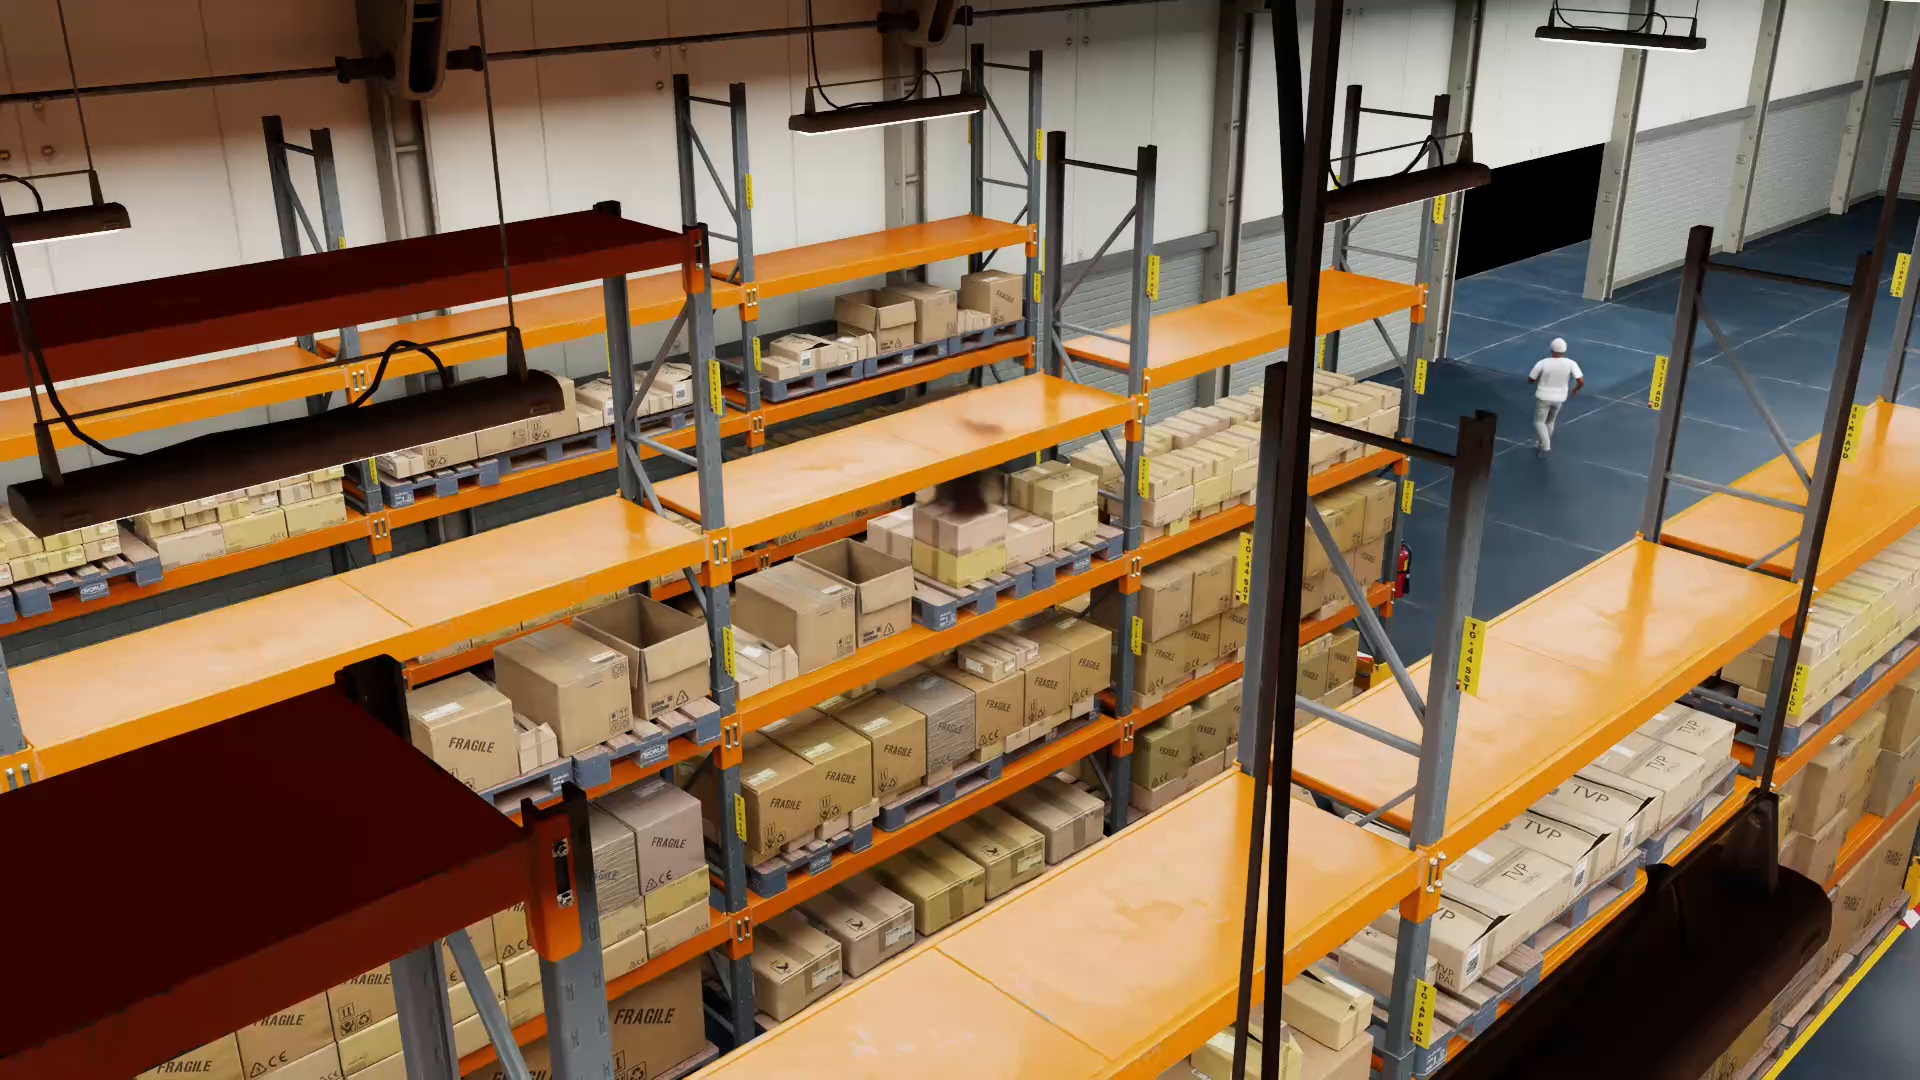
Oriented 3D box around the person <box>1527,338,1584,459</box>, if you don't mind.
[{"bbox_3d":[8.294,-1.988,23.337,0.710,1.747,0.963,2,23,4],"label":"person"}]
